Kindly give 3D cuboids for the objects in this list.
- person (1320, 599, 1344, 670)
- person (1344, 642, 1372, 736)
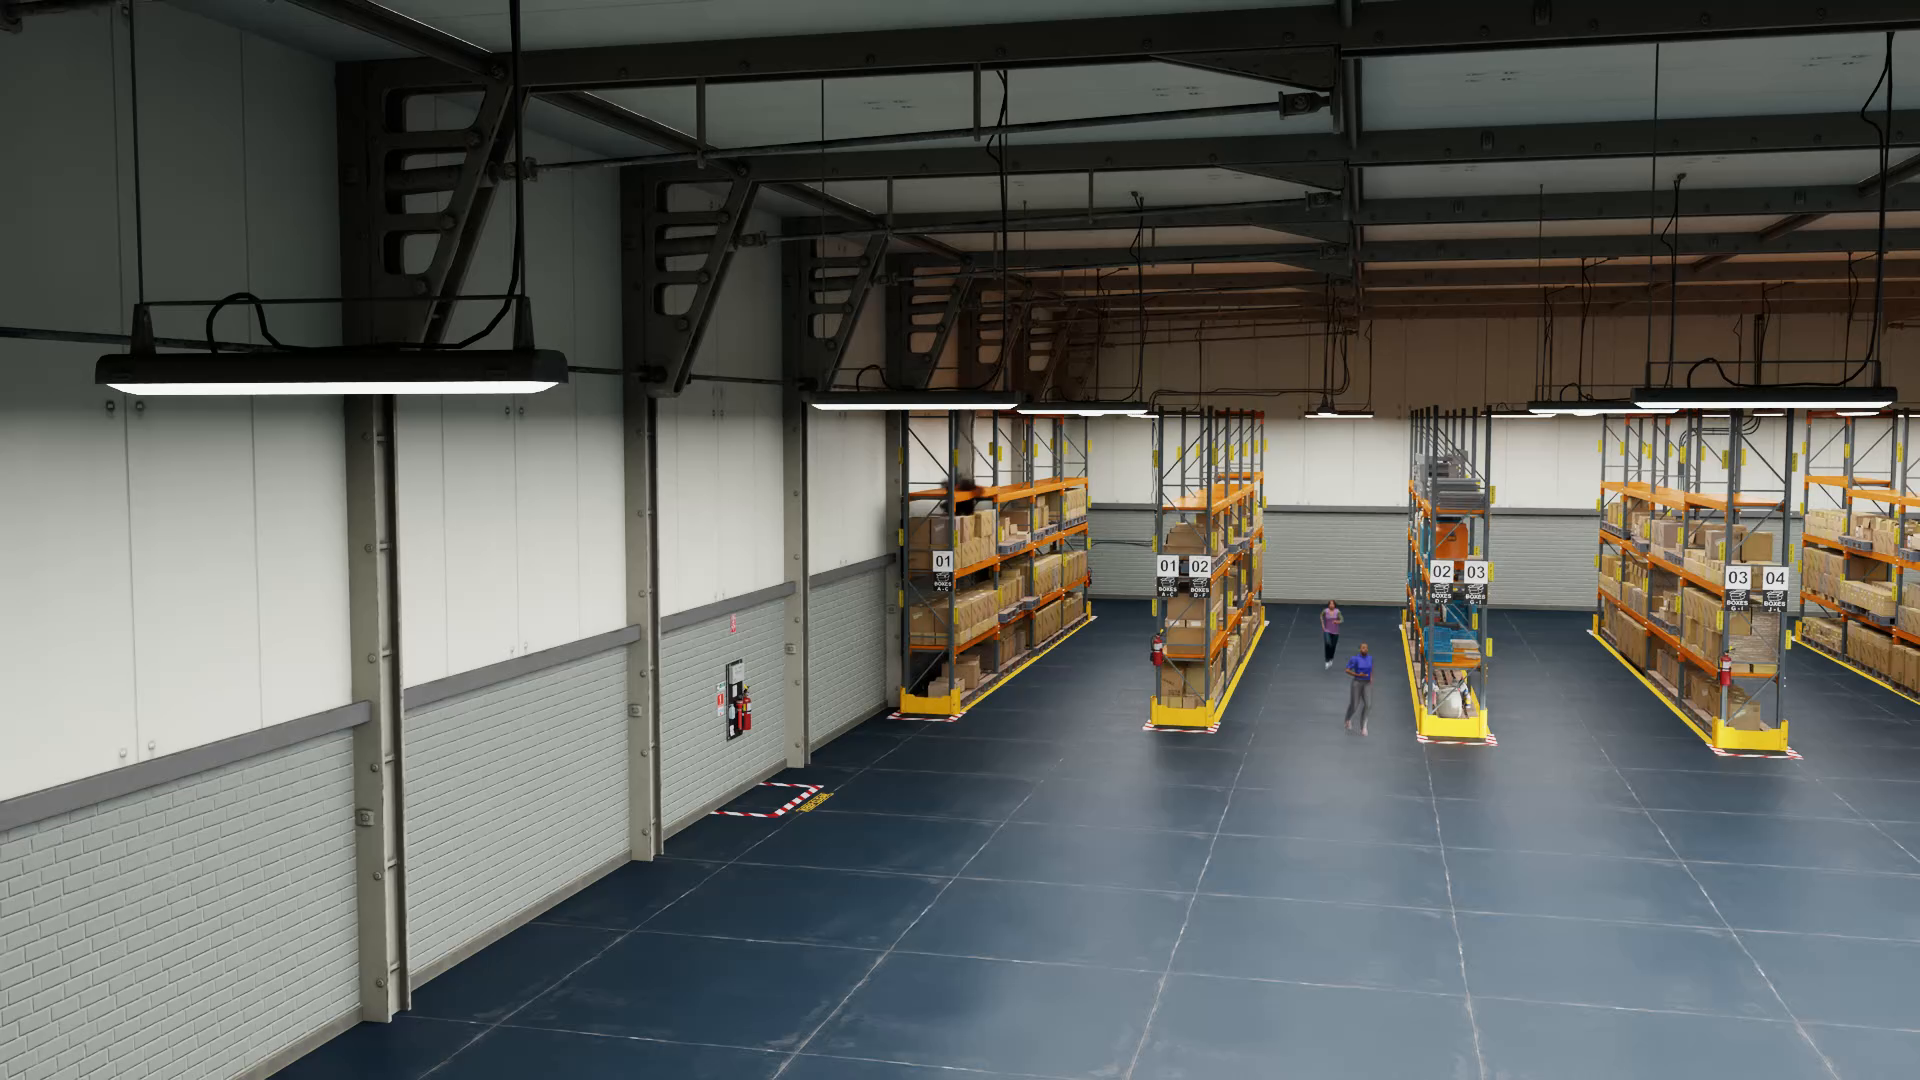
[{"bbox_3d":[8.614,2.185,38.525,0.515,1.608,0.760,1,4,9],"label":"person"},{"bbox_3d":[7.349,2.722,30.565,0.615,1.713,0.745,-1,4,-14],"label":"person"}]
